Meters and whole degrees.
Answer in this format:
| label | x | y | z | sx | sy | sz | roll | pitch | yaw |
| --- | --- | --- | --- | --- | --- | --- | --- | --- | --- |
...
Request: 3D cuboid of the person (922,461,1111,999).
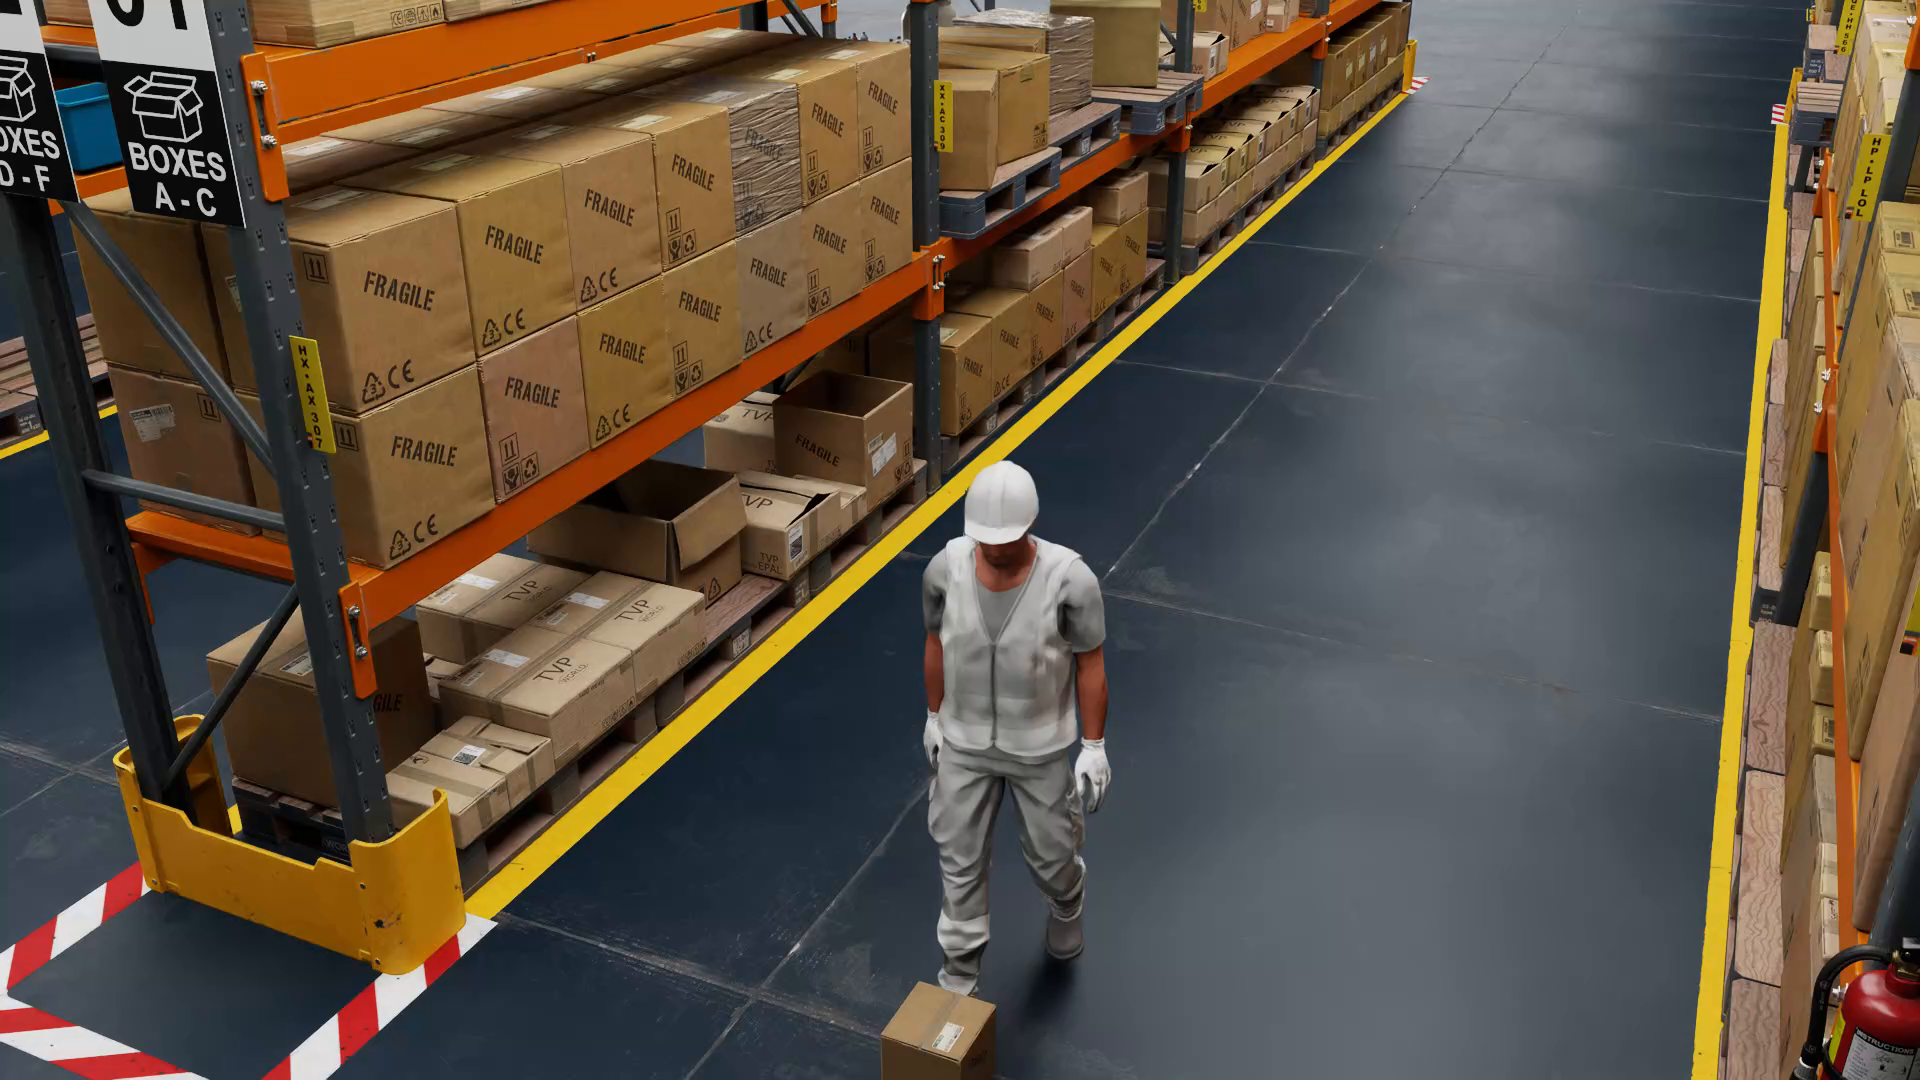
| label | x | y | z | sx | sy | sz | roll | pitch | yaw |
| --- | --- | --- | --- | --- | --- | --- | --- | --- | --- |
| person | 0.143 | 0.615 | 4.797 | 0.592 | 1.774 | 0.764 | 7 | 27 | 14 |
